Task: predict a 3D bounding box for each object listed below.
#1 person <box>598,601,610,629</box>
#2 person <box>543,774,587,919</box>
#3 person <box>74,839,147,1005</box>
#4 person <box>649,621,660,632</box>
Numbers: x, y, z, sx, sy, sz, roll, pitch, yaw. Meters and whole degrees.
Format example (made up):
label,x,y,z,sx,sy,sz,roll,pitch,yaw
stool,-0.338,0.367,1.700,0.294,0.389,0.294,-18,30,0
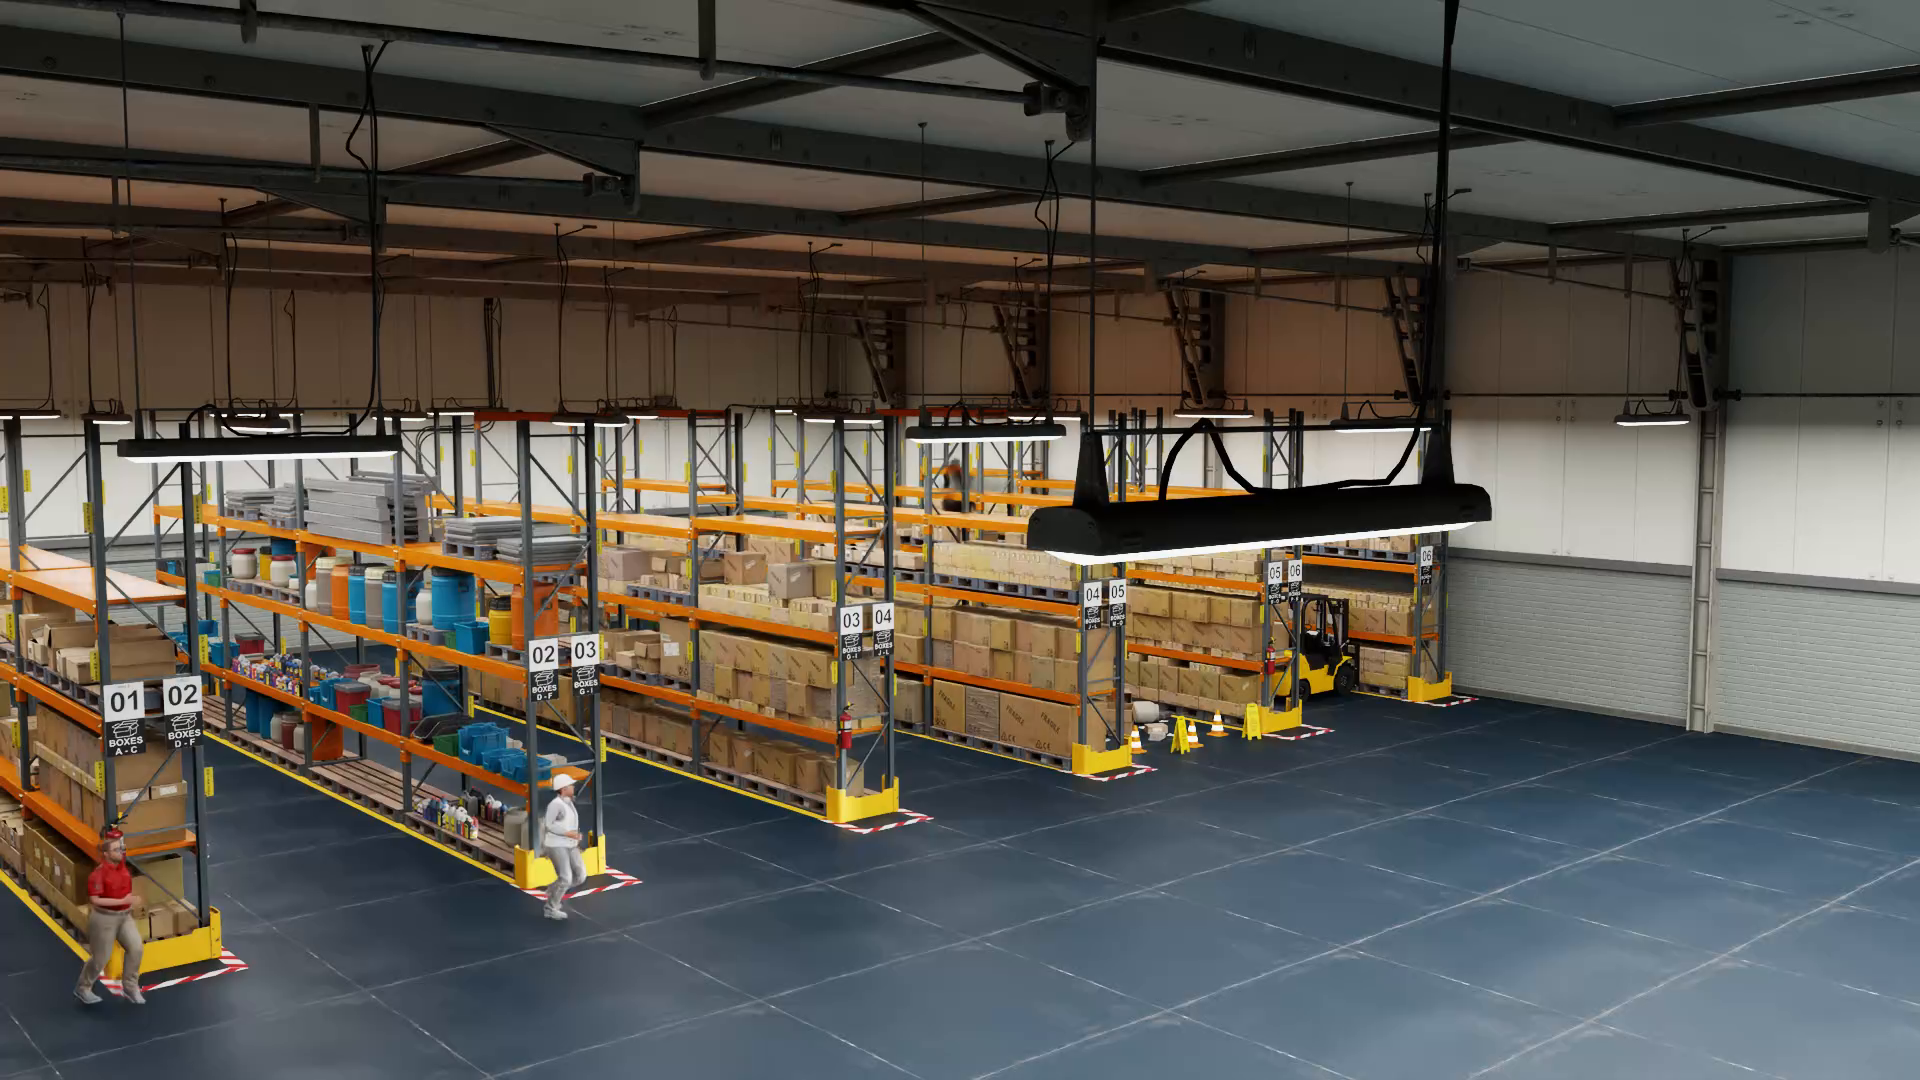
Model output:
label,x,y,z,sx,sy,sz,roll,pitch,yaw
person,-8.168,2.207,37.495,0.584,1.701,0.935,-3,6,-33
person,-4.804,3.704,20.275,0.549,1.699,0.664,1,5,12
person,-8.778,3.983,17.208,0.783,1.820,0.679,1,5,9
person,-7.644,1.743,42.364,0.663,1.748,0.780,3,6,33
